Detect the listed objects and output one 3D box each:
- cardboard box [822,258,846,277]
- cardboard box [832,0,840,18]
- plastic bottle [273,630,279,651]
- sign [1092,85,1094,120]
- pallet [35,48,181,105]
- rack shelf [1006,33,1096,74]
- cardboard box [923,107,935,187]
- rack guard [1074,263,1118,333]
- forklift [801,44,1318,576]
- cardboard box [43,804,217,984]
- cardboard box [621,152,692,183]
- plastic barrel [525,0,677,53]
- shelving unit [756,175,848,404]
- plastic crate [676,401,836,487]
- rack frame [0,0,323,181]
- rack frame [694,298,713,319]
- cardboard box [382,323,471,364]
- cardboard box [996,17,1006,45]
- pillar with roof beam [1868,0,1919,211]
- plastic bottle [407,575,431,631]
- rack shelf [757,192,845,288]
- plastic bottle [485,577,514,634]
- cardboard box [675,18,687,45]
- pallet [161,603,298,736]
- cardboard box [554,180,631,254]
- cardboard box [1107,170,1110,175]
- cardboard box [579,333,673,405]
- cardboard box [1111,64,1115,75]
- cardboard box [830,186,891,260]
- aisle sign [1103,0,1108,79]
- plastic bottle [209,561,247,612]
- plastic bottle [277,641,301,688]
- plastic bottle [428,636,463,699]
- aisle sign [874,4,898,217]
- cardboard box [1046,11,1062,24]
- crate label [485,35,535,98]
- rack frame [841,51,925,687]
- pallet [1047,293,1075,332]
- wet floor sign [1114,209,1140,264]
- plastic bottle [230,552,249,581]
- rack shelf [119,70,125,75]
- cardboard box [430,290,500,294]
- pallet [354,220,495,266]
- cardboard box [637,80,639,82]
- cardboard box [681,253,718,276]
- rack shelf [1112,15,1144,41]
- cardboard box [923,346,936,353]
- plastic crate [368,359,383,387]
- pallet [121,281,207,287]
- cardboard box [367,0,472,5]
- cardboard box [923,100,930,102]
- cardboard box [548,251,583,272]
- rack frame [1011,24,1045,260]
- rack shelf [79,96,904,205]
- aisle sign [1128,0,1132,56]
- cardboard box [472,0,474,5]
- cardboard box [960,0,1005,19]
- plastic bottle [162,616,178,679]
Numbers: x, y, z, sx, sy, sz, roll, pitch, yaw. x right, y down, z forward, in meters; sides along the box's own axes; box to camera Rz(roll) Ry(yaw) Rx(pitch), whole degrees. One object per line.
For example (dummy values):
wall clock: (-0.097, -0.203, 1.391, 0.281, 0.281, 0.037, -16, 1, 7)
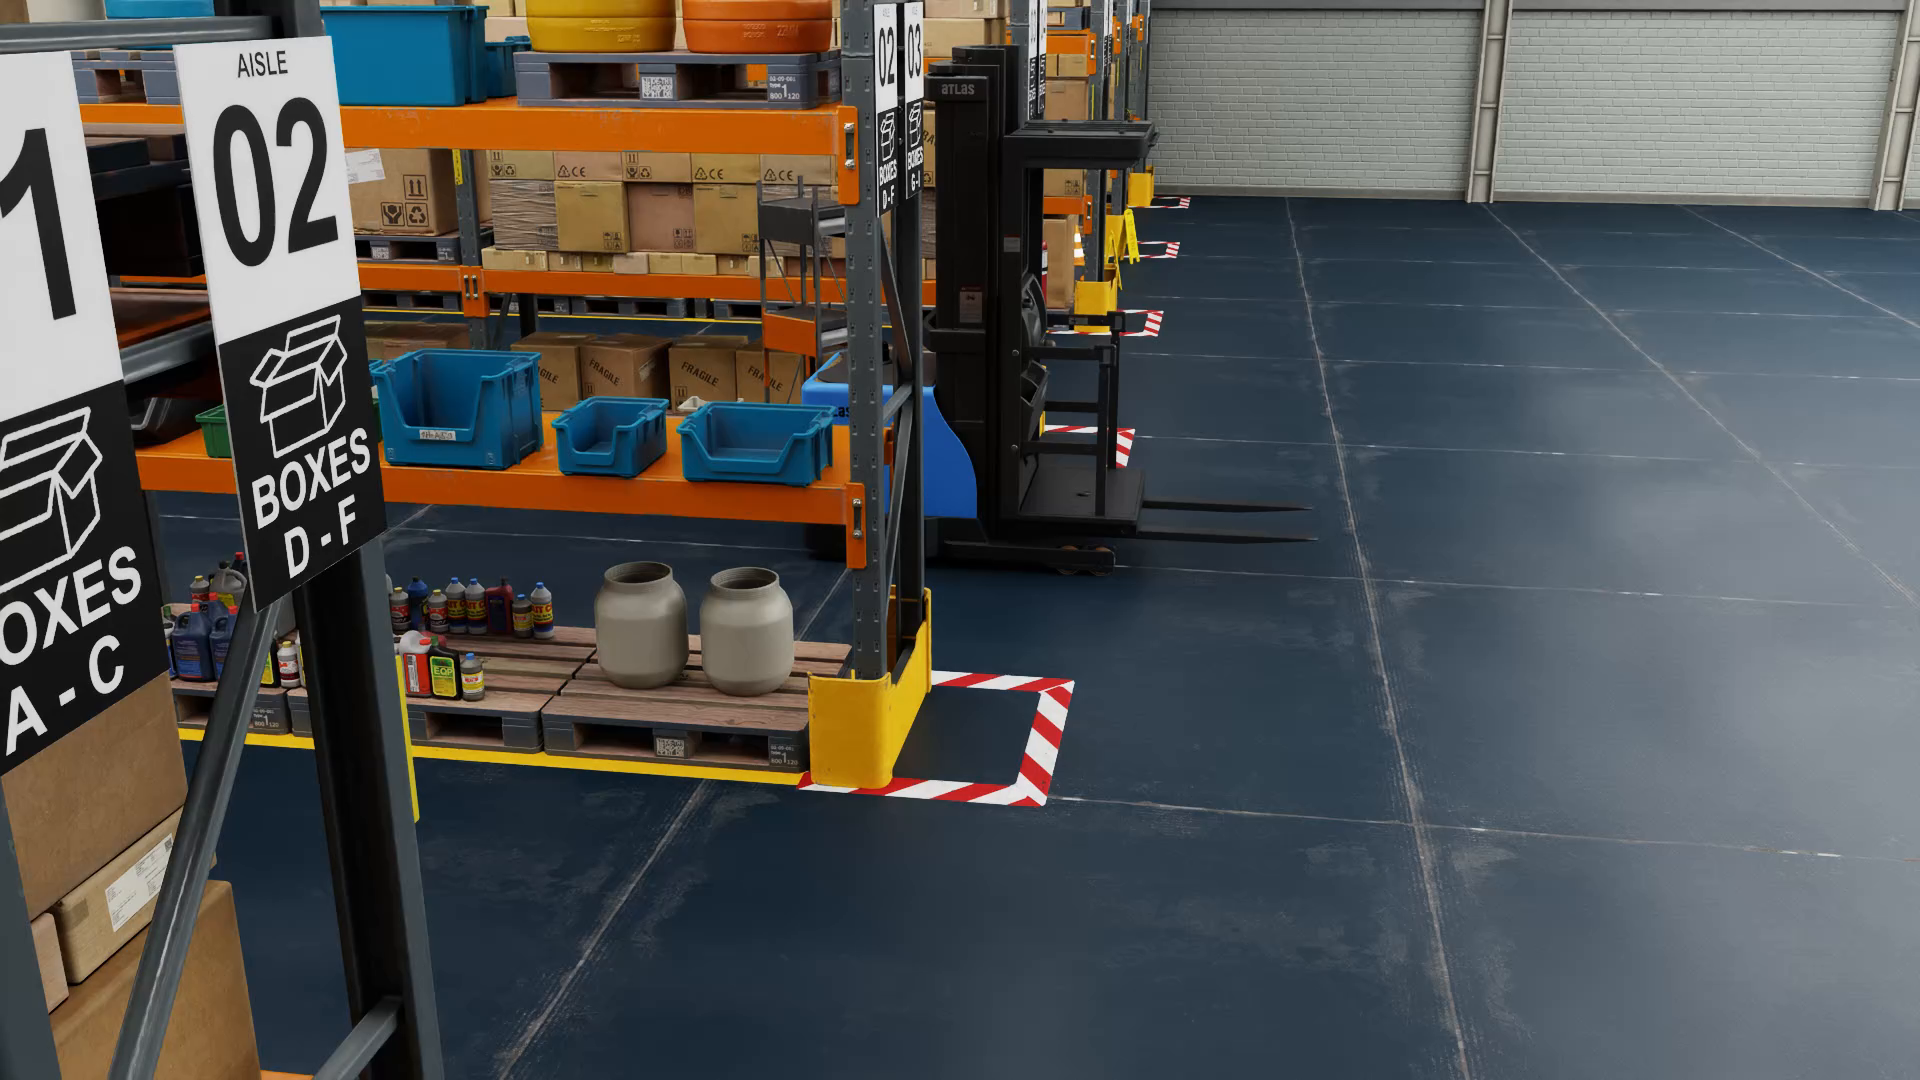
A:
cardboard box: (-0.826, -1.990, 11.919, 0.250, 0.149, 0.380, 3, 19, 9)
cardboard box: (-0.851, -3.650, 11.364, 0.250, 0.149, 0.380, 3, 19, 9)
plastic bottle: (-3.192, 0.504, 7.675, 0.097, 0.271, 0.097, 0, 18, 0)
sign: (1.261, -4.148, 15.775, 0.005, 0.325, 0.100, 3, 19, 9)
pallet: (-3.533, -2.084, 7.374, 1.003, 0.211, 1.213, 3, 19, 9)
rack shelf: (-0.614, -4.838, 16.441, 4.000, 0.370, 1.077, 3, 19, 9)
cardboard box: (-0.108, -2.720, 11.503, 0.500, 0.500, 0.500, 3, 19, 9)
rack guard: (1.385, -2.469, 16.895, 0.348, 0.500, 1.175, 3, 19, 9)
forklift: (0.622, -1.359, 9.747, 3.031, 2.935, 1.130, 3, 19, 8)
cardboard box: (-1.454, 0.554, 2.740, 0.250, 0.149, 0.380, 3, 19, 8)
cardboard box: (-2.083, -2.819, 11.798, 0.500, 0.500, 0.500, 3, 19, 9)
plastic barrel: (-1.457, -2.284, 6.716, 0.600, 0.588, 0.600, 0, 18, 0)
shelving unit: (-0.957, -1.257, 10.750, 0.503, 2.100, 0.431, 15, 23, 37)
plastic crate: (-0.853, -0.416, 7.054, 0.616, 0.251, 0.499, 3, 19, 9)
rack frame: (-1.100, -1.849, 1.646, 0.127, 3.000, 1.000, 3, 19, 9)
rack frame: (-2.588, -3.857, 17.104, 0.127, 3.000, 1.000, 3, 19, 9)
cardboard box: (-4.078, -1.369, 12.914, 0.500, 0.500, 0.700, 1, 19, 4)
cardboard box: (0.040, -3.564, 11.735, 0.500, 0.250, 0.500, 3, 19, 10)
pillar with roof beam: (13.451, -7.977, 19.961, 0.400, 9.000, 9.100, 3, 19, 9)
plastic bottle: (-2.689, 0.309, 8.260, 0.097, 0.271, 0.097, 0, 18, 0)
rack shelf: (-0.957, -1.908, 10.532, 0.480, 0.518, 0.431, 15, 23, 37)
plastic bottle: (-2.272, 0.318, 8.212, 0.133, 0.283, 0.061, 3, 19, 10)
cardboard box: (-2.059, -3.503, 11.556, 0.500, 0.250, 0.500, 2, 19, 6)
pallet: (-3.604, 0.613, 8.140, 1.213, 0.211, 1.003, 3, 19, 9)
cardboard box: (-2.552, -2.419, 12.178, 0.500, 0.500, 0.875, 3, 19, 9)
cardboard box: (2.300, -5.826, 25.871, 0.500, 0.250, 0.500, 3, 19, 8)
cardboard box: (-2.520, -1.263, 12.628, 0.500, 0.500, 0.500, 9, 21, 26)
cardboard box: (2.443, -7.215, 25.491, 0.250, 0.149, 0.380, 3, 19, 9)
cardboard box: (-0.577, -2.319, 11.881, 0.500, 0.500, 0.875, 3, 19, 9)
aisle sign: (1.383, -4.791, 15.798, 0.004, 0.787, 0.394, 3, 19, 9)
plastic bottle: (-3.602, 0.278, 8.226, 0.185, 0.351, 0.144, 3, 19, 9)
plastic bottle: (-3.067, 0.563, 7.609, 0.097, 0.201, 0.097, 0, 18, 0)
plastic bottle: (-2.312, 0.569, 7.463, 0.133, 0.283, 0.061, 3, 19, 10)
aisle sign: (-0.287, -1.691, 6.534, 0.004, 0.787, 0.394, 3, 19, 9)
cardboard box: (1.142, -6.472, 20.586, 0.250, 0.149, 0.380, 3, 19, 10)
crate label: (-2.107, -2.105, 7.374, 0.408, 0.251, 0.502, 3, 19, 9)
rack frame: (-0.311, -0.555, 7.236, 0.127, 3.000, 1.000, 3, 19, 9)
pallet: (0.559, -2.349, 16.991, 1.213, 0.211, 1.003, 3, 19, 9)
wet floor sign: (2.064, -3.750, 20.495, 0.232, 0.644, 0.267, 10, 21, 27)
plastic bottle: (-3.579, 0.233, 8.361, 0.185, 0.351, 0.144, 2, 19, 7)
rack shelf: (-5.450, -3.490, 12.414, 4.000, 0.370, 1.077, 3, 19, 9)
cardboard box: (-5.087, -3.089, 17.691, 0.750, 0.750, 1.050, 3, 19, 9)
pallet: (-4.206, -2.301, 12.756, 1.213, 0.211, 1.003, 3, 19, 9)
cardboard box: (-3.911, -5.831, 21.713, 0.500, 0.500, 0.500, 2, 19, 7)
cardboard box: (-1.827, -2.013, 11.987, 0.250, 0.149, 0.380, 3, 19, 9)
rack shelf: (0.855, -7.949, 25.739, 4.000, 0.370, 1.077, 3, 19, 9)
cardboard box: (-0.139, -1.157, 12.313, 0.500, 0.500, 0.500, 7, 20, 19)
plastic crate: (-3.125, -0.716, 7.949, 0.616, 0.251, 0.499, 3, 19, 9)
pallet: (-8.510, -2.838, 18.452, 1.213, 0.211, 1.003, 3, 19, 9)
cardboard box: (-3.923, -4.034, 12.079, 0.637, 0.503, 0.797, 2, 19, 6)
cardboard box: (-0.088, -4.339, 16.607, 0.550, 0.550, 0.875, 3, 19, 9)
cardboard box: (-2.814, -2.064, 12.139, 0.250, 0.149, 0.380, 3, 19, 9)
rack frame: (0.474, -2.107, 11.873, 0.127, 3.000, 1.000, 3, 19, 9)
rack shelf: (-2.286, -1.737, 7.175, 4.000, 0.370, 1.077, 3, 19, 9)
aisle sign: (2.157, -6.539, 21.020, 0.004, 0.787, 0.394, 3, 19, 9)
cardboard box: (-4.856, -5.529, 16.694, 0.500, 0.311, 0.500, 3, 19, 8)
cardboard box: (0.151, -3.564, 11.107, 0.250, 0.149, 0.380, 3, 19, 9)
plastic bottle: (-3.692, 0.487, 7.718, 0.135, 0.276, 0.152, 4, 19, 11)
